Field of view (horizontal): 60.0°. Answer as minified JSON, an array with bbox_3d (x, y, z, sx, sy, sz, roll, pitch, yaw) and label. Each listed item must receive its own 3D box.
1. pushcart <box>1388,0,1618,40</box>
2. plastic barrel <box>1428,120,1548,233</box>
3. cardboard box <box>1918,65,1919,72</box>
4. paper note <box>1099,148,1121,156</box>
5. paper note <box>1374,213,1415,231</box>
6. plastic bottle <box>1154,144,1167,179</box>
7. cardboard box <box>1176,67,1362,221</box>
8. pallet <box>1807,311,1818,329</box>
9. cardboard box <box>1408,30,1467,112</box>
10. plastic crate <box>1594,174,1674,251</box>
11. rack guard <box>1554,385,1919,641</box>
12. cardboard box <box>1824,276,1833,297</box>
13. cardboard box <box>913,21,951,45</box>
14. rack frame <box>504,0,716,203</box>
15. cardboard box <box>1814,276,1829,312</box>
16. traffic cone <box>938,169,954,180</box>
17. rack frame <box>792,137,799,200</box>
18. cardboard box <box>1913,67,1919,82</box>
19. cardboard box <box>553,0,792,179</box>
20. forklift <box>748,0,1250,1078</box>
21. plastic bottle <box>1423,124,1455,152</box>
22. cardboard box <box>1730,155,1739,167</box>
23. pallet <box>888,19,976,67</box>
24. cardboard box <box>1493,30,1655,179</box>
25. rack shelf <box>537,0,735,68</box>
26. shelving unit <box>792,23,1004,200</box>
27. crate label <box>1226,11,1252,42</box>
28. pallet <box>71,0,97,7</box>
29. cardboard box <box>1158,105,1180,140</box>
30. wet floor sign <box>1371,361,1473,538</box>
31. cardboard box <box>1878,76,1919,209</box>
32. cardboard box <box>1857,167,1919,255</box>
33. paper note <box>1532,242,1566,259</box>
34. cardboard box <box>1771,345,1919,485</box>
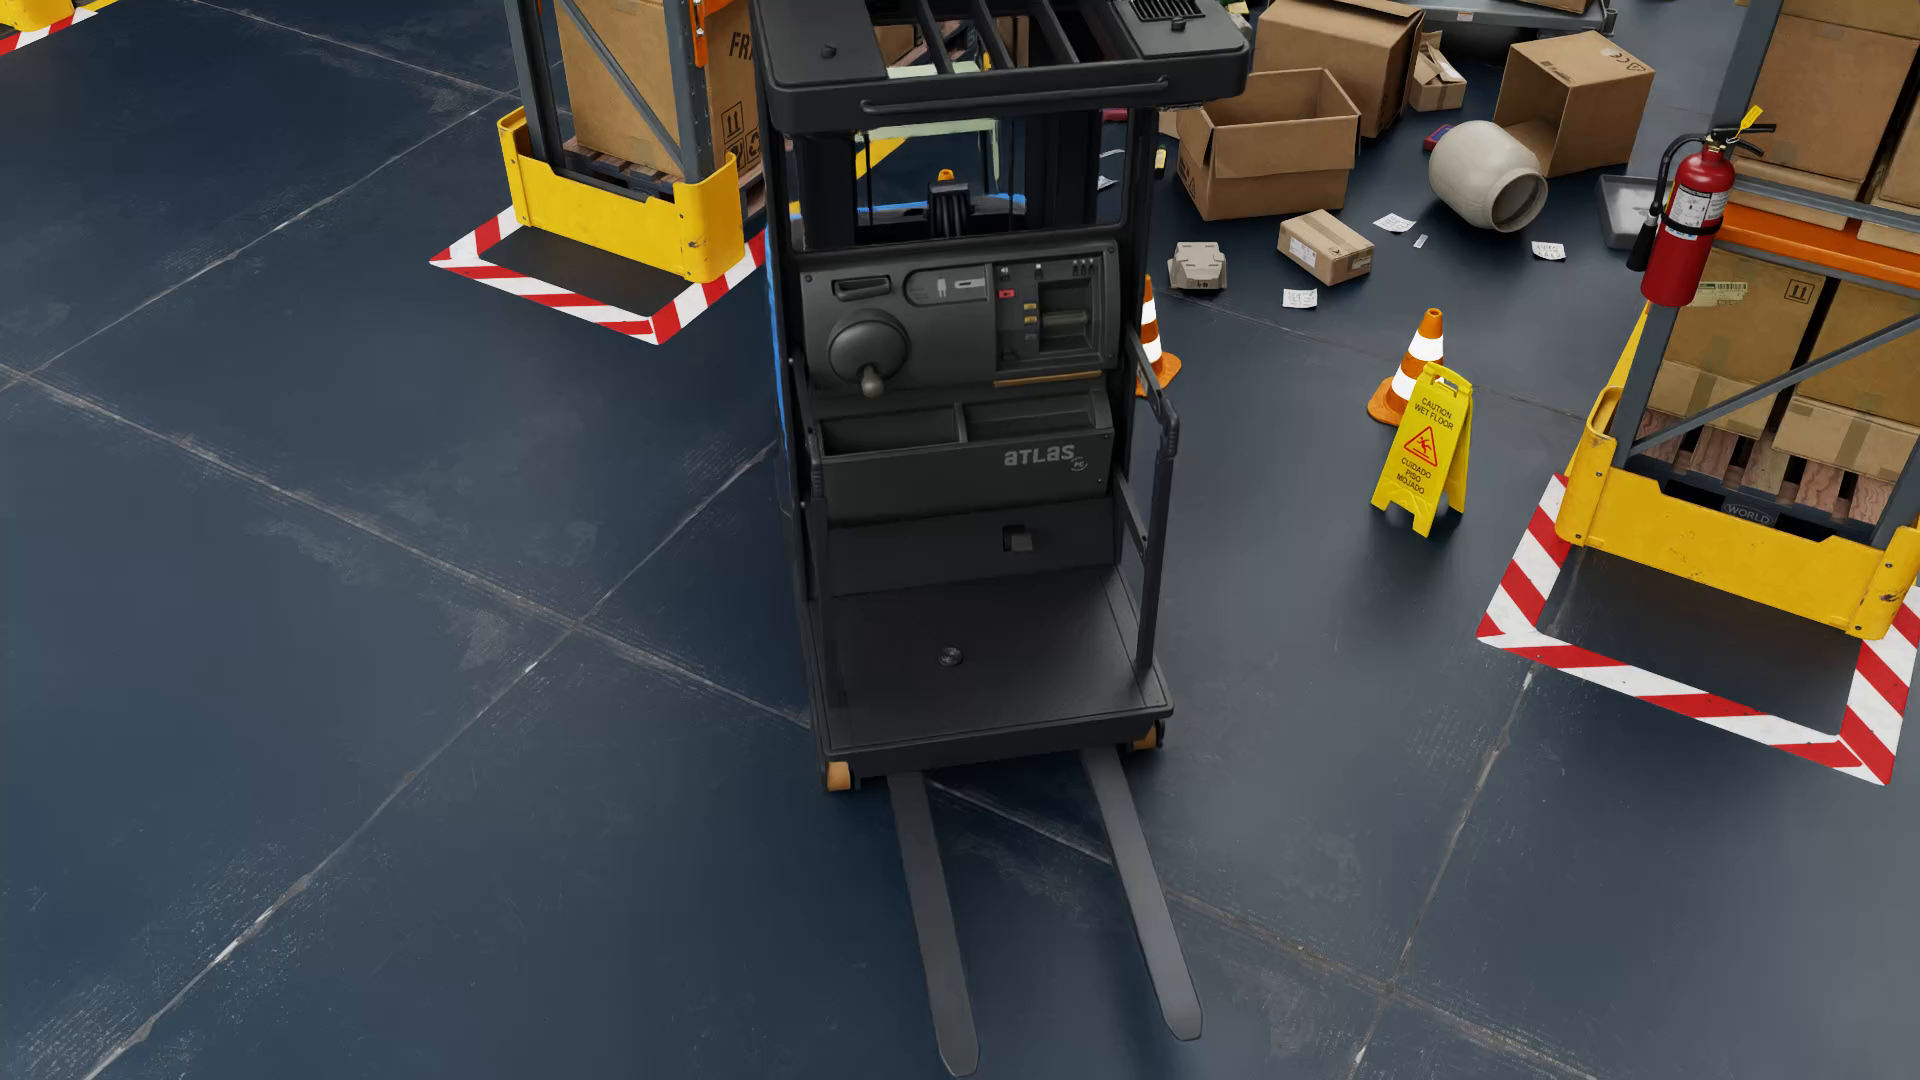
[{"bbox_3d":[2.781,-3.034,9.410,1.648,0.377,0.936,7,42,8],"label":"pushcart"},{"bbox_3d":[2.501,-1.720,7.882,0.421,0.421,0.512,-14,43,-15],"label":"plastic barrel"},{"bbox_3d":[3.766,-1.922,5.862,0.500,0.500,0.500,20,45,21],"label":"cardboard box"},{"bbox_3d":[0.766,-1.979,8.489,0.123,0.001,0.032,-21,45,-22],"label":"paper note"},{"bbox_3d":[2.083,-1.521,7.963,0.142,0.019,0.148,-29,49,-29],"label":"paper note"},{"bbox_3d":[0.972,-1.914,8.377,0.133,0.061,0.283,7,42,8],"label":"plastic bottle"},{"bbox_3d":[1.465,-1.909,8.037,0.797,0.503,0.637,-7,42,-7],"label":"cardboard box"},{"bbox_3d":[3.865,-1.149,7.395,1.003,0.211,1.213,21,45,22],"label":"pallet"},{"bbox_3d":[2.514,-2.510,8.900,0.258,0.266,0.396,-7,42,-7],"label":"cardboard box"},{"bbox_3d":[3.284,-1.570,7.972,0.402,0.080,0.583,7,42,8],"label":"plastic crate"},{"bbox_3d":[2.816,-0.109,5.996,1.175,0.500,0.348,21,45,22],"label":"rack guard"},{"bbox_3d":[3.691,-1.096,6.420,0.500,0.500,0.500,19,45,21],"label":"cardboard box"},{"bbox_3d":[-0.379,-3.378,9.107,0.875,0.875,0.875,21,46,22],"label":"cardboard box"},{"bbox_3d":[-1.558,-2.583,6.914,1.000,3.000,0.127,21,45,22],"label":"rack frame"},{"bbox_3d":[3.946,-1.106,6.999,0.500,0.250,0.500,24,47,25],"label":"cardboard box"},{"bbox_3d":[-0.063,-1.465,7.564,0.336,0.463,0.334,21,45,22],"label":"traffic cone"},{"bbox_3d":[-0.591,-1.184,6.400,0.023,1.500,0.400,-7,30,-6],"label":"rack frame"},{"bbox_3d":[3.792,-1.770,6.180,0.380,0.149,0.250,22,46,23],"label":"cardboard box"},{"bbox_3d":[-1.276,-2.353,7.942,0.875,0.875,0.875,21,46,22],"label":"cardboard box"},{"bbox_3d":[0.048,-0.559,4.667,1.130,2.935,3.031,-7,42,-8],"label":"forklift"},{"bbox_3d":[2.511,-2.072,8.556,0.133,0.061,0.283,29,49,29],"label":"plastic bottle"},{"bbox_3d":[2.811,-1.376,5.733,0.380,0.149,0.250,20,45,22],"label":"cardboard box"},{"bbox_3d":[-0.614,-2.715,9.174,1.003,0.211,1.213,21,45,22],"label":"pallet"},{"bbox_3d":[3.066,-2.192,8.359,0.500,0.500,0.500,-14,43,-15],"label":"cardboard box"},{"bbox_3d":[-0.557,-3.458,8.451,1.077,0.370,4.000,21,45,22],"label":"rack shelf"},{"bbox_3d":[-0.229,-1.227,6.438,0.755,1.500,0.431,-7,30,-6],"label":"shelving unit"},{"bbox_3d":[1.496,-2.885,9.423,0.298,0.136,0.250,-7,42,-7],"label":"crate label"},{"bbox_3d":[-5.326,-3.731,10.328,1.003,0.211,1.213,21,45,22],"label":"pallet"},{"bbox_3d":[1.178,-2.253,8.608,0.396,0.266,0.258,29,49,29],"label":"cardboard box"},{"bbox_3d":[1.757,-0.365,6.177,0.232,0.644,0.267,-29,49,-29],"label":"wet floor sign"},{"bbox_3d":[3.256,-1.332,5.193,0.500,0.500,0.500,20,45,21],"label":"cardboard box"},{"bbox_3d":[3.128,-1.036,5.346,0.380,0.149,0.250,21,46,22],"label":"cardboard box"},{"bbox_3d":[2.752,-1.358,7.769,0.142,0.019,0.148,7,42,8],"label":"paper note"},{"bbox_3d":[3.422,-0.500,6.311,0.500,0.250,0.500,21,45,22],"label":"cardboard box"}]
